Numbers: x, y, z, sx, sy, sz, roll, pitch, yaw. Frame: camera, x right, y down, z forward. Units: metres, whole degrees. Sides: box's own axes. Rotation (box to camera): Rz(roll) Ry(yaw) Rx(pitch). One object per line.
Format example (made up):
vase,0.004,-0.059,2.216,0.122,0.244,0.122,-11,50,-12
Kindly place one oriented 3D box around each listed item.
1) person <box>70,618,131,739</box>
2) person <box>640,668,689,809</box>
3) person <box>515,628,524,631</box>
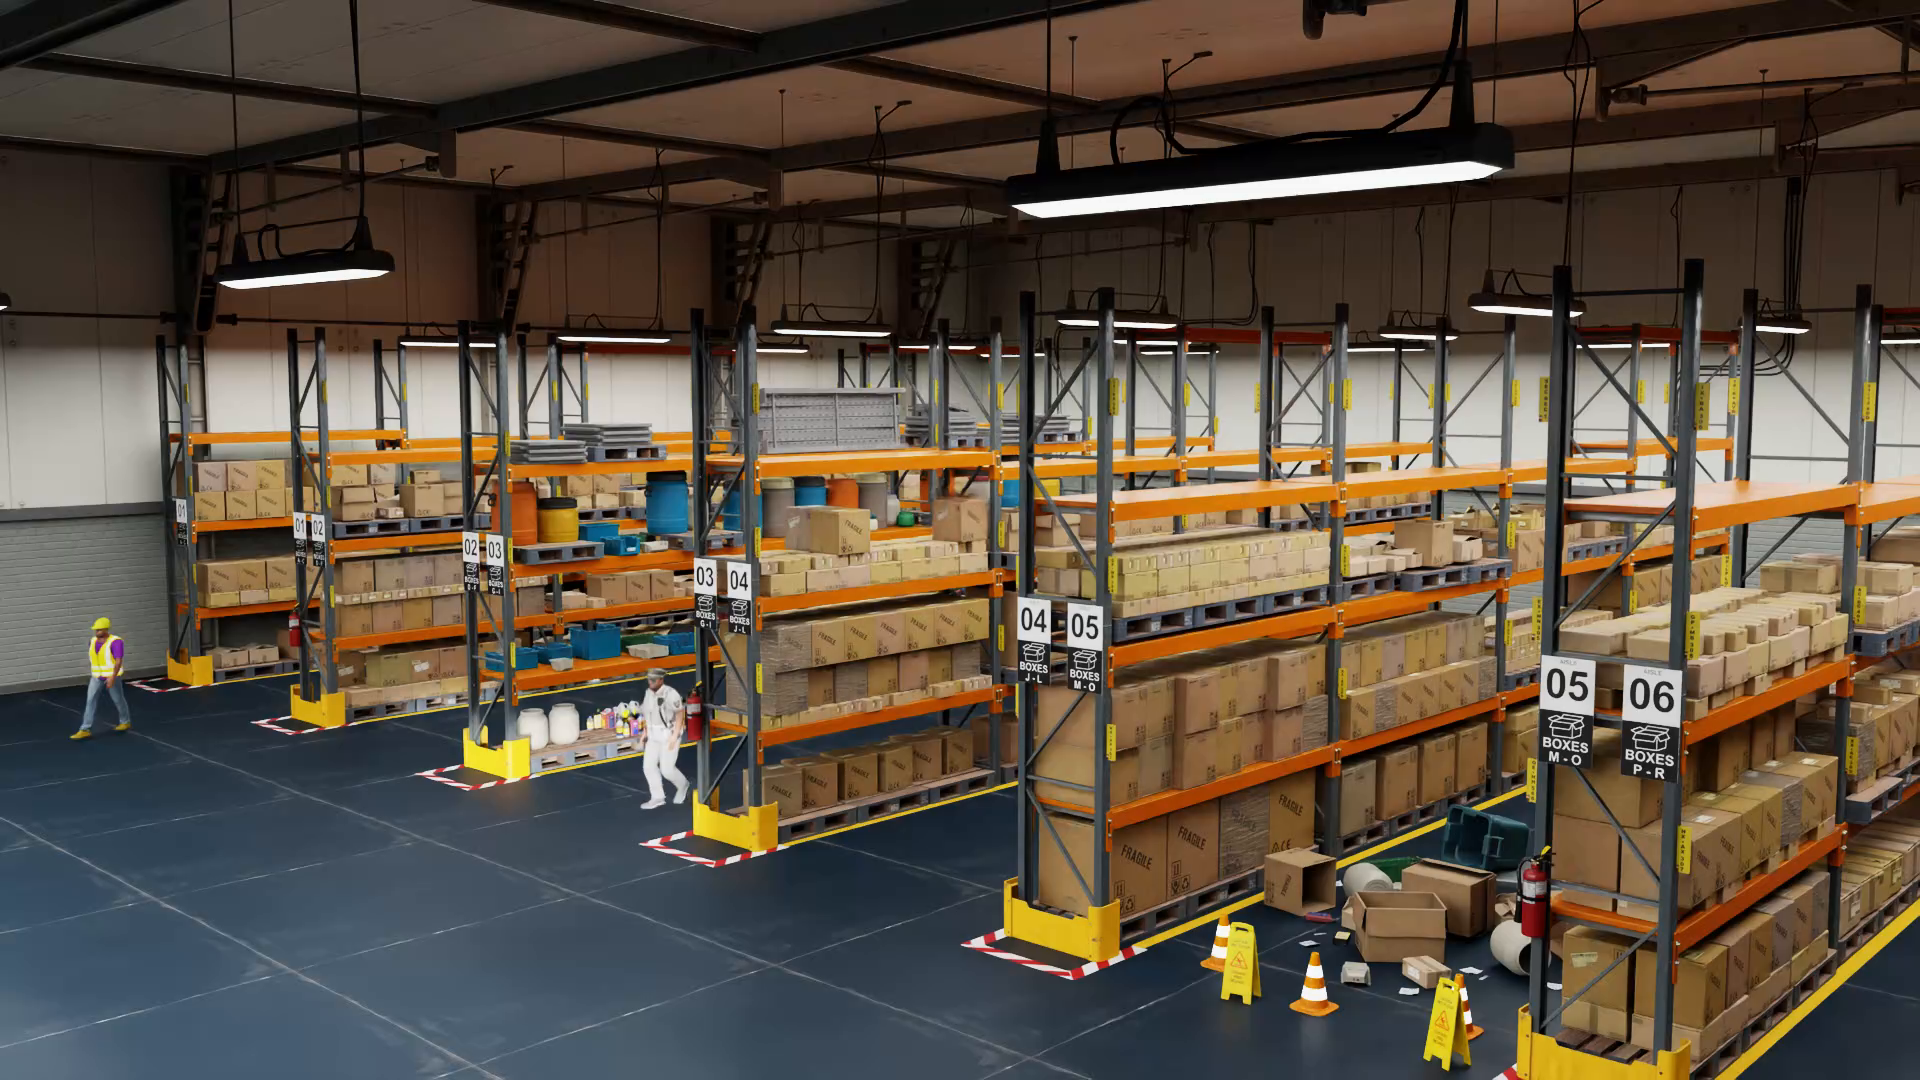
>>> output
person,-12.548,1.993,24.354,0.593,1.718,0.951,0,5,5
person,-3.606,2.399,20.364,0.640,1.745,0.611,4,7,35
person,-8.628,1.345,31.853,0.545,1.651,0.507,-3,6,-30
